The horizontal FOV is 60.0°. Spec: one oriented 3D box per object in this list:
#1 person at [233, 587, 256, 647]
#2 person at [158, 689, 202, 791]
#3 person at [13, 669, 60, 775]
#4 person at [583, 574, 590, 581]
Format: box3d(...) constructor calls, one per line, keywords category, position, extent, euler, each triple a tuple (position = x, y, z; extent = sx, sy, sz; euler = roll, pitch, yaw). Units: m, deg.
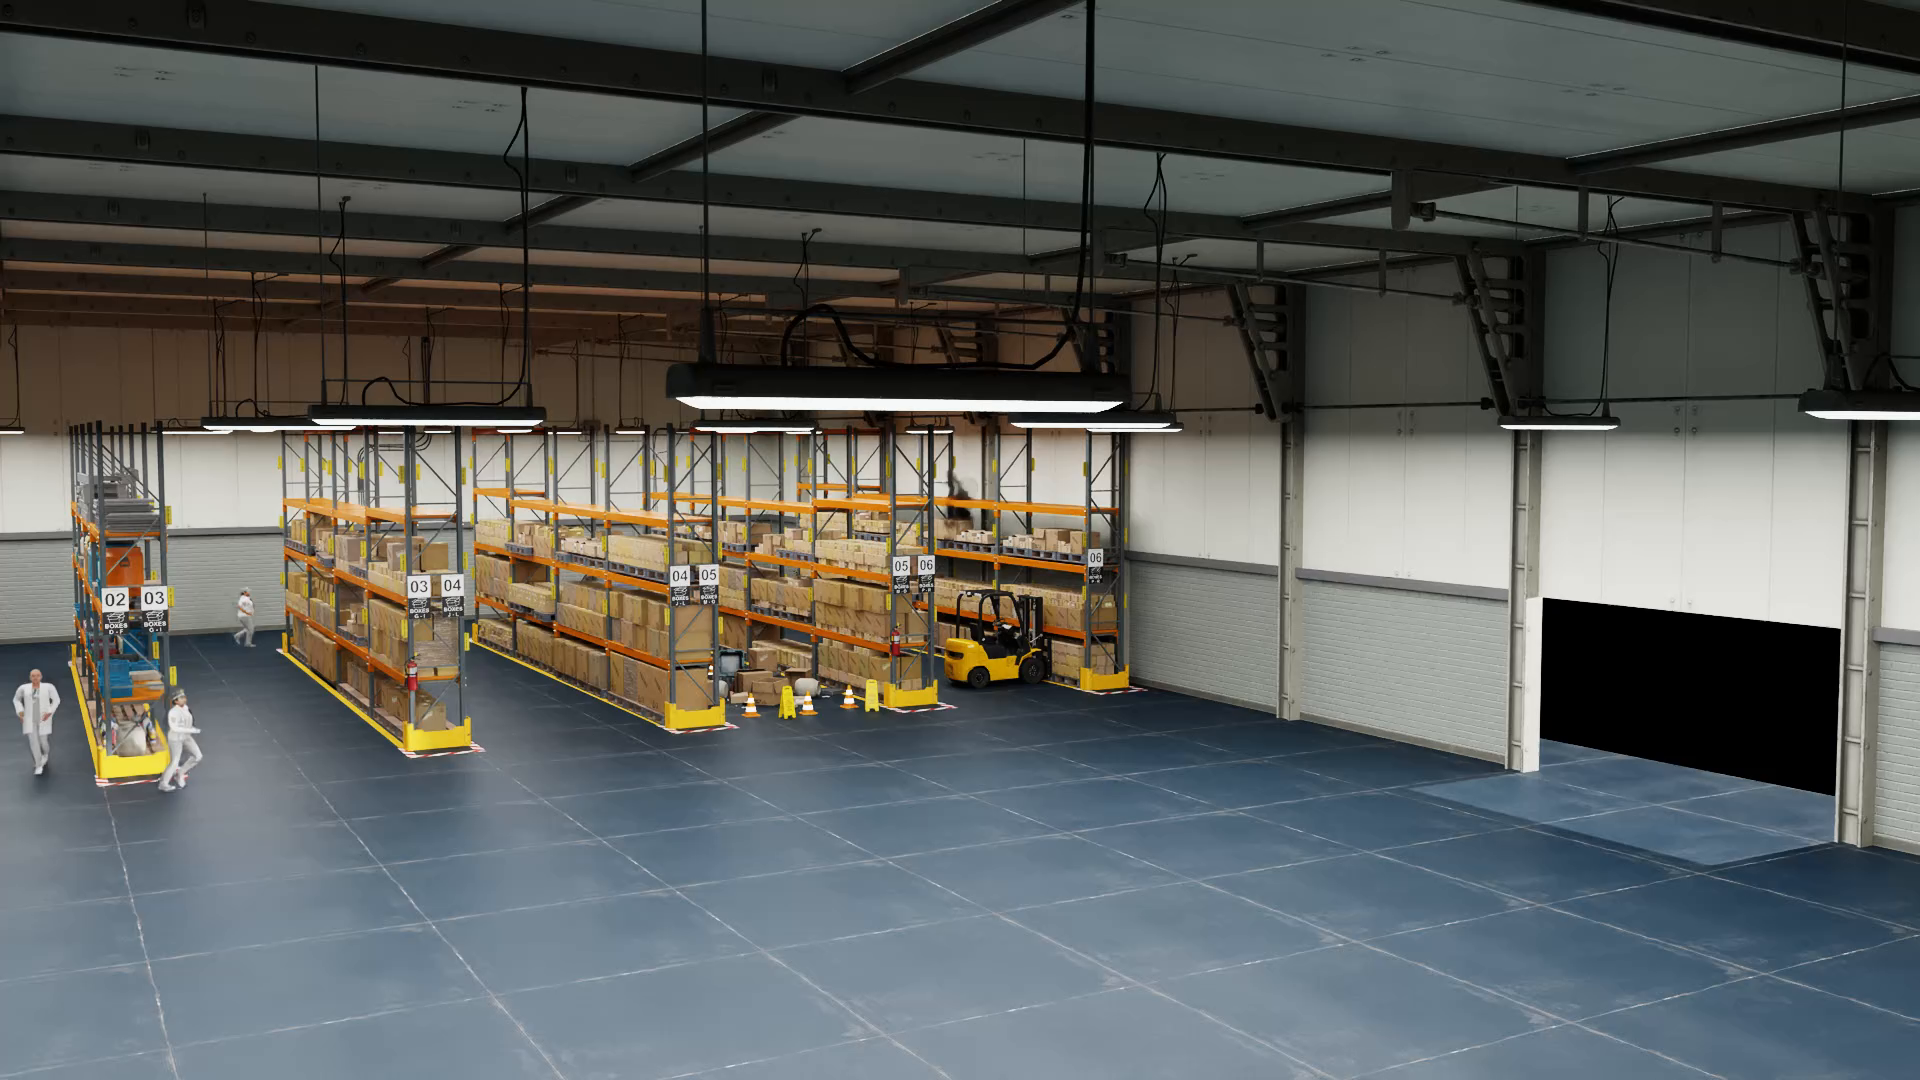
box3d(category="person", position=(-19.533, 2.107, 45.368), extent=(0.578, 1.638, 0.614), euler=(-1, 4, -15))
box3d(category="person", position=(-12.566, 3.215, 26.860), extent=(0.760, 1.645, 0.629), euler=(1, 4, 11))
box3d(category="person", position=(-15.818, 3.089, 28.501), extent=(0.717, 1.773, 0.895), euler=(-2, 4, -25))
box3d(category="person", position=(-11.203, 1.822, 49.959), extent=(0.738, 1.703, 0.563), euler=(-3, 4, -38))
